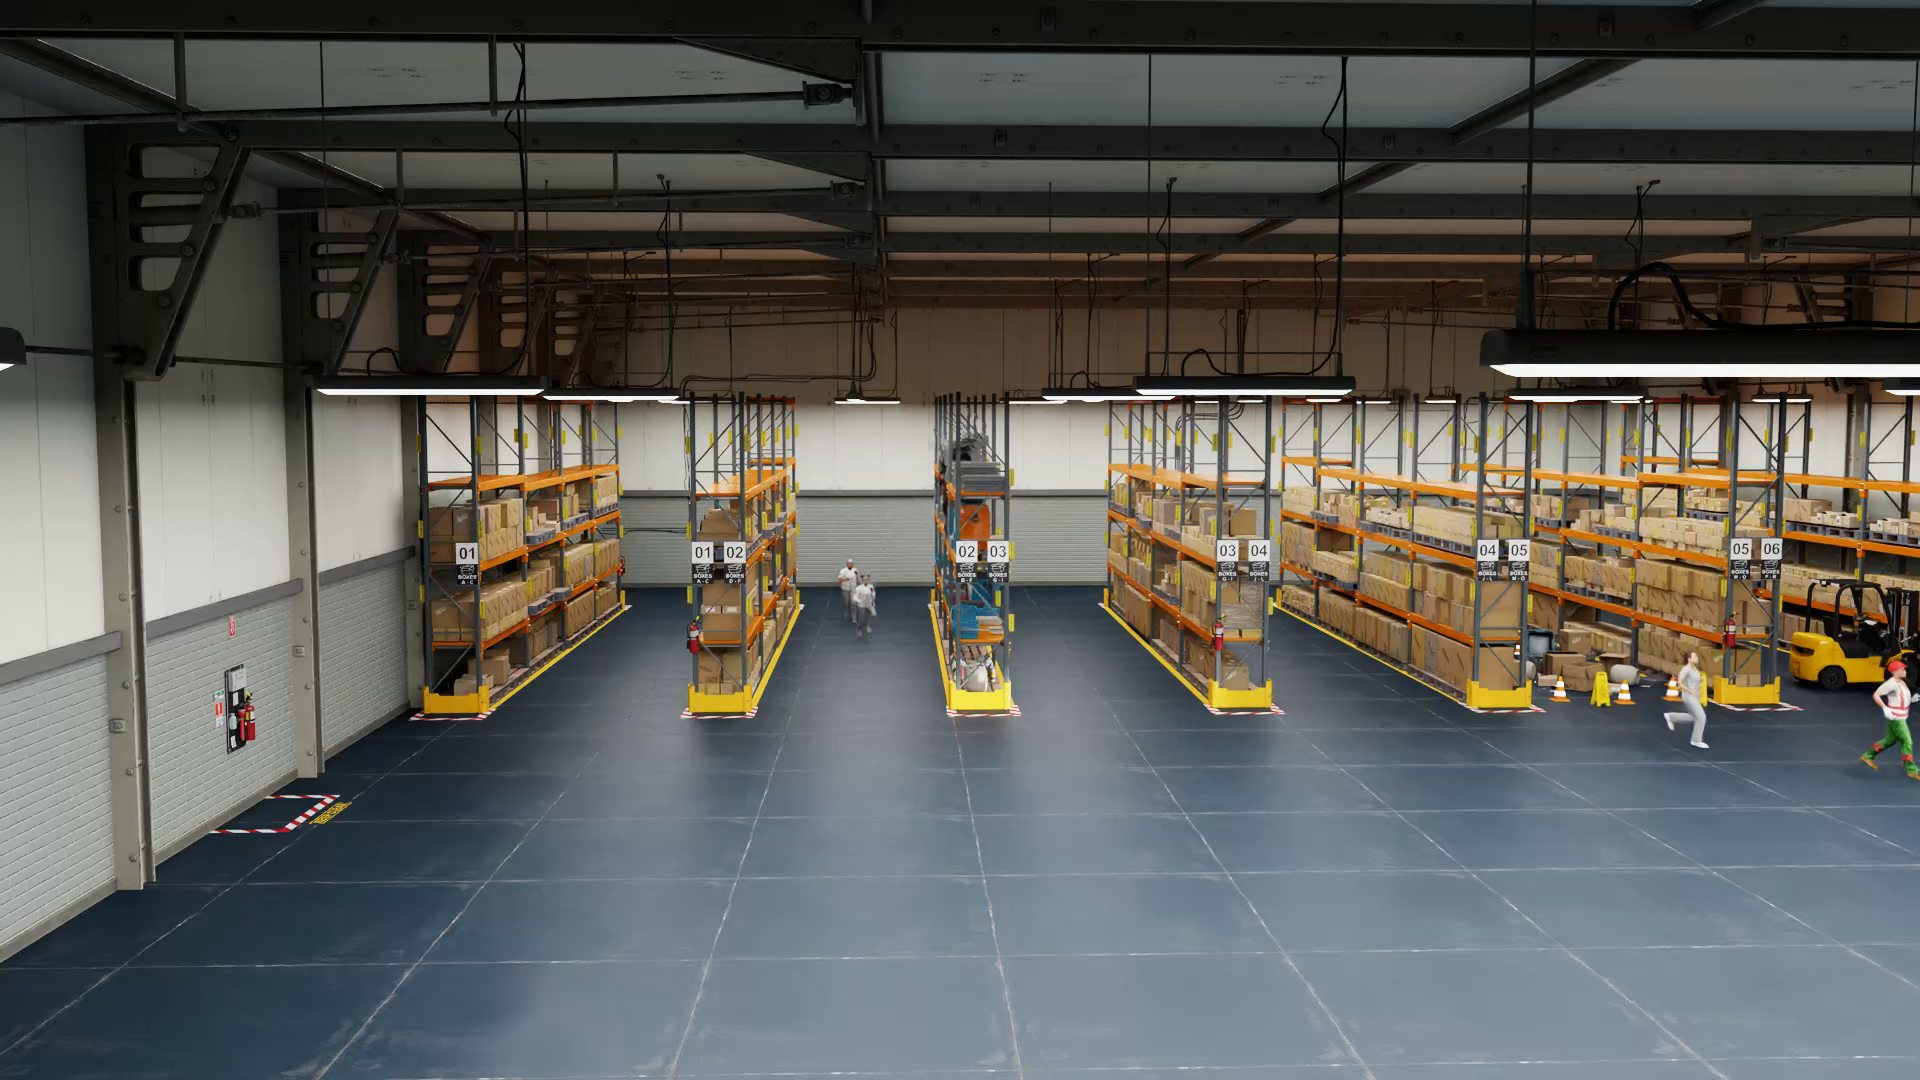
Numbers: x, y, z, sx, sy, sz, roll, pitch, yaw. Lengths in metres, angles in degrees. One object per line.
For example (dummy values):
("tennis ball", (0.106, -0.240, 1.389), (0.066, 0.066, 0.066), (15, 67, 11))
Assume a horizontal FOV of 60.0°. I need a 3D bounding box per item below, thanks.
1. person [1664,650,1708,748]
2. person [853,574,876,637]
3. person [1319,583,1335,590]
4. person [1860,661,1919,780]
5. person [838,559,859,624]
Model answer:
("person", (12.314, 2.674, 28.163), (0.748, 1.625, 0.573), (4, 6, 39))
("person", (-2.314, 1.599, 40.493), (0.600, 1.589, 0.929), (-1, 5, -18))
("person", (10.550, 0.903, 48.752), (0.715, 1.744, 1.026), (-3, 6, -37))
("person", (14.416, 2.747, 25.596), (0.987, 1.784, 0.658), (4, 6, 41))
("person", (-2.974, 1.363, 44.266), (0.576, 1.731, 0.764), (-1, 5, -15))
